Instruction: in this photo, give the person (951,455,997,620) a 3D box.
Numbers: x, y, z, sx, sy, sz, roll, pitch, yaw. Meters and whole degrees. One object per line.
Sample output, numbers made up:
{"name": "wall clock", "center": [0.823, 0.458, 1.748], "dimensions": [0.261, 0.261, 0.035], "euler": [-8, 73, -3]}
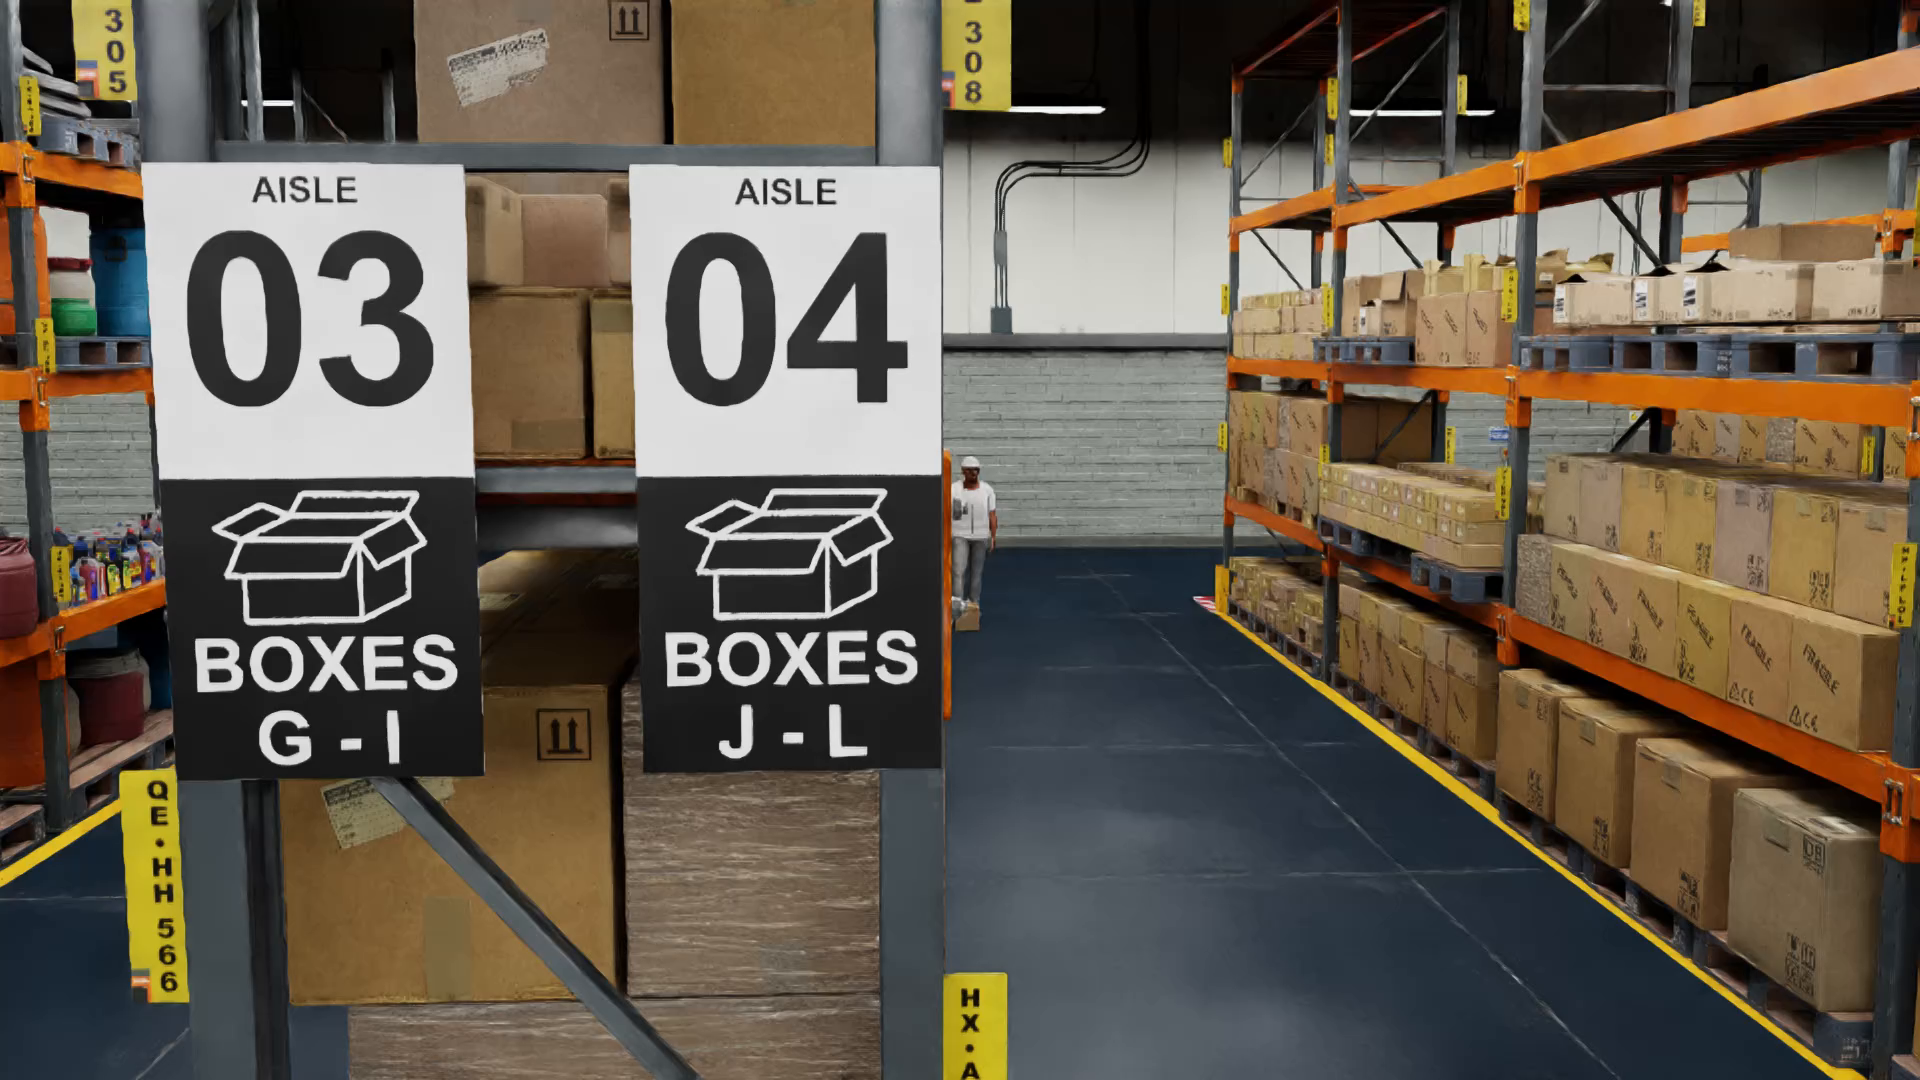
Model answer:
{"name": "person", "center": [0.129, -0.026, 17.799], "dimensions": [0.562, 1.750, 0.722], "euler": [-1, 7, -10]}
